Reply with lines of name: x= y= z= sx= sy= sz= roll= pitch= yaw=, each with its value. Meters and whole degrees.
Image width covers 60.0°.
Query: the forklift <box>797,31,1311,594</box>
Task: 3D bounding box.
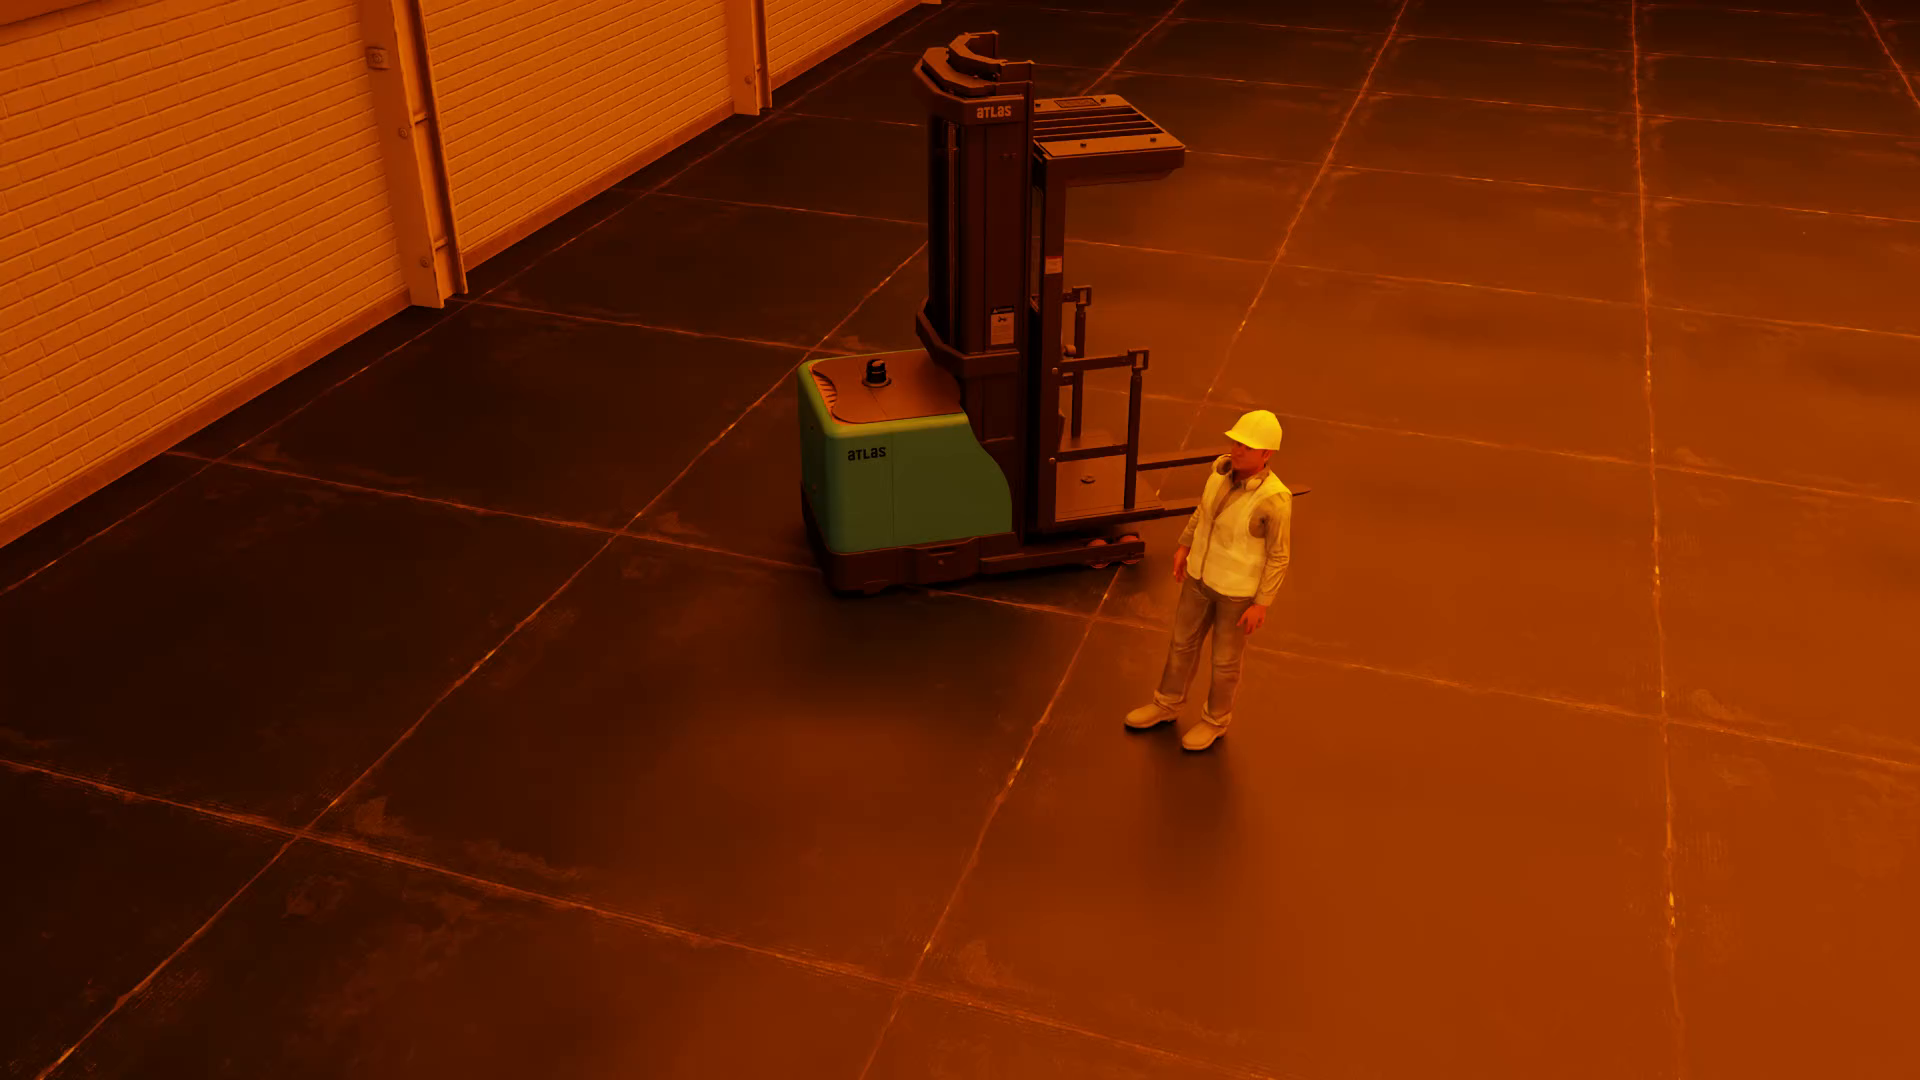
forklift: x=0.604 y=-1.352 z=9.509 sx=3.031 sy=2.935 sz=1.130 roll=-7 pitch=31 yaw=-13

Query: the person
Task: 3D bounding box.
person: x=1.217 y=0.207 z=7.928 sx=0.570 sy=1.773 sz=0.630 roll=-18 pitch=34 yaw=-28
